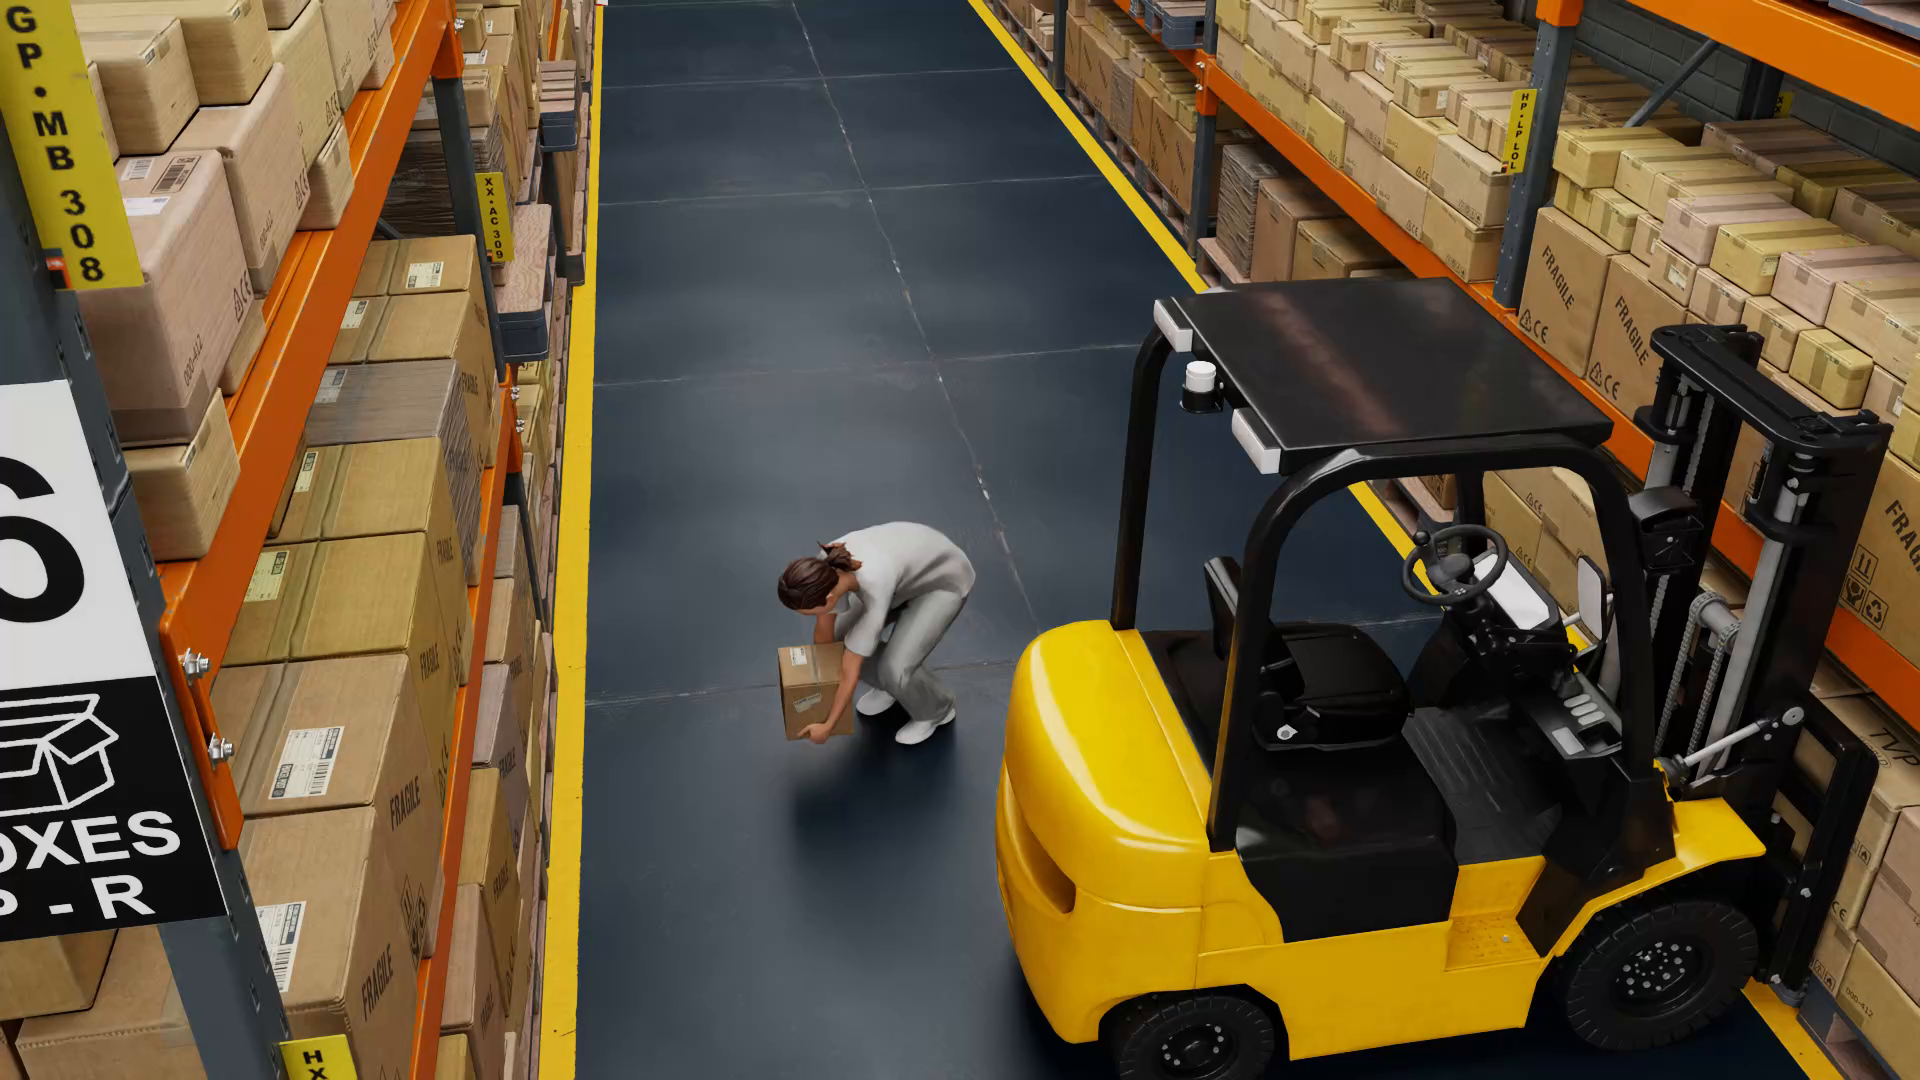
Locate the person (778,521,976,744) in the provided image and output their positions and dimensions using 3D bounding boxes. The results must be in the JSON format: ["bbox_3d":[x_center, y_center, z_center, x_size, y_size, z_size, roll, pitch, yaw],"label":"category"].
[{"bbox_3d":[-0.322,0.349,6.272,0.852,0.935,0.474,-24,39,-35],"label":"person"}]
